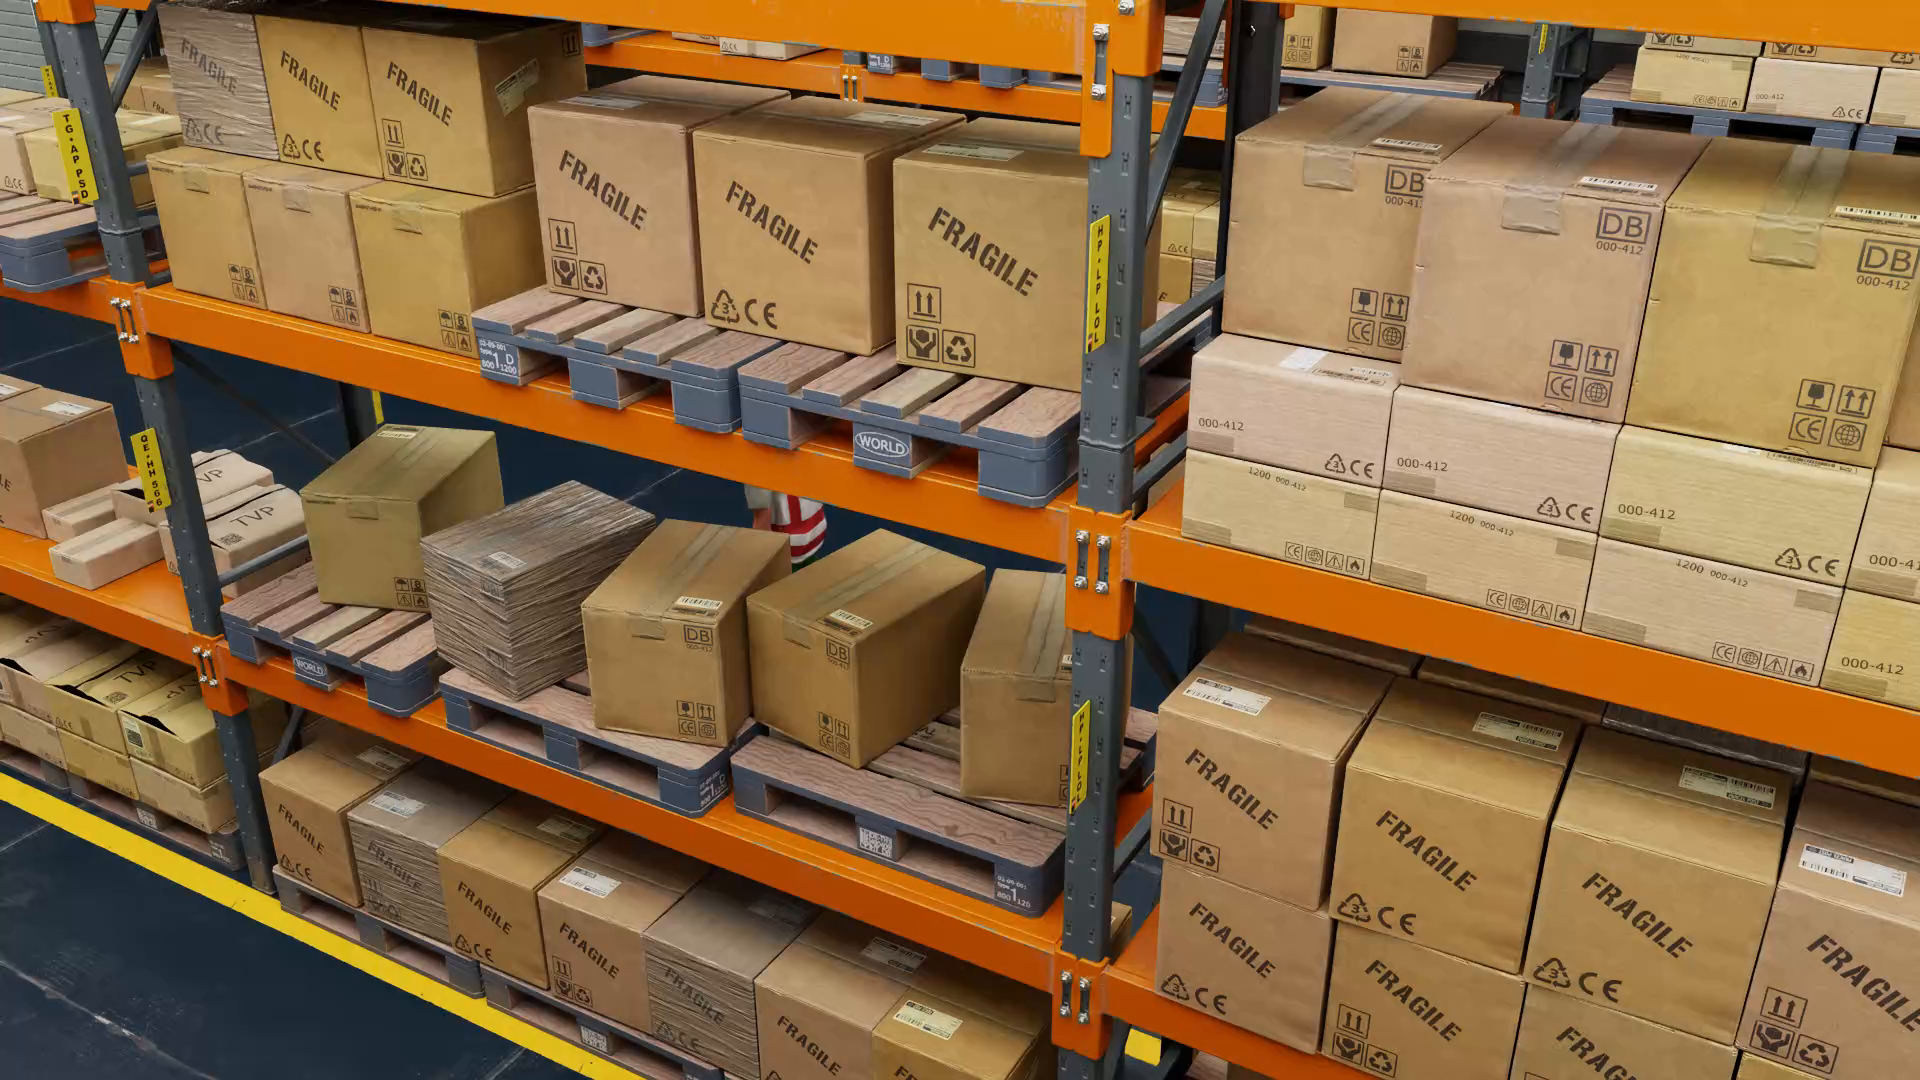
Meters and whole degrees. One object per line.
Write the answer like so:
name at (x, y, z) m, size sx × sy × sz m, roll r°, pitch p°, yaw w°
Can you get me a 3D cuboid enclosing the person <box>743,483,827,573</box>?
person at (-0.924, 0.026, 8.543) m, size 0.447 × 1.780 × 0.620 m, roll 12°, pitch 29°, yaw 23°
